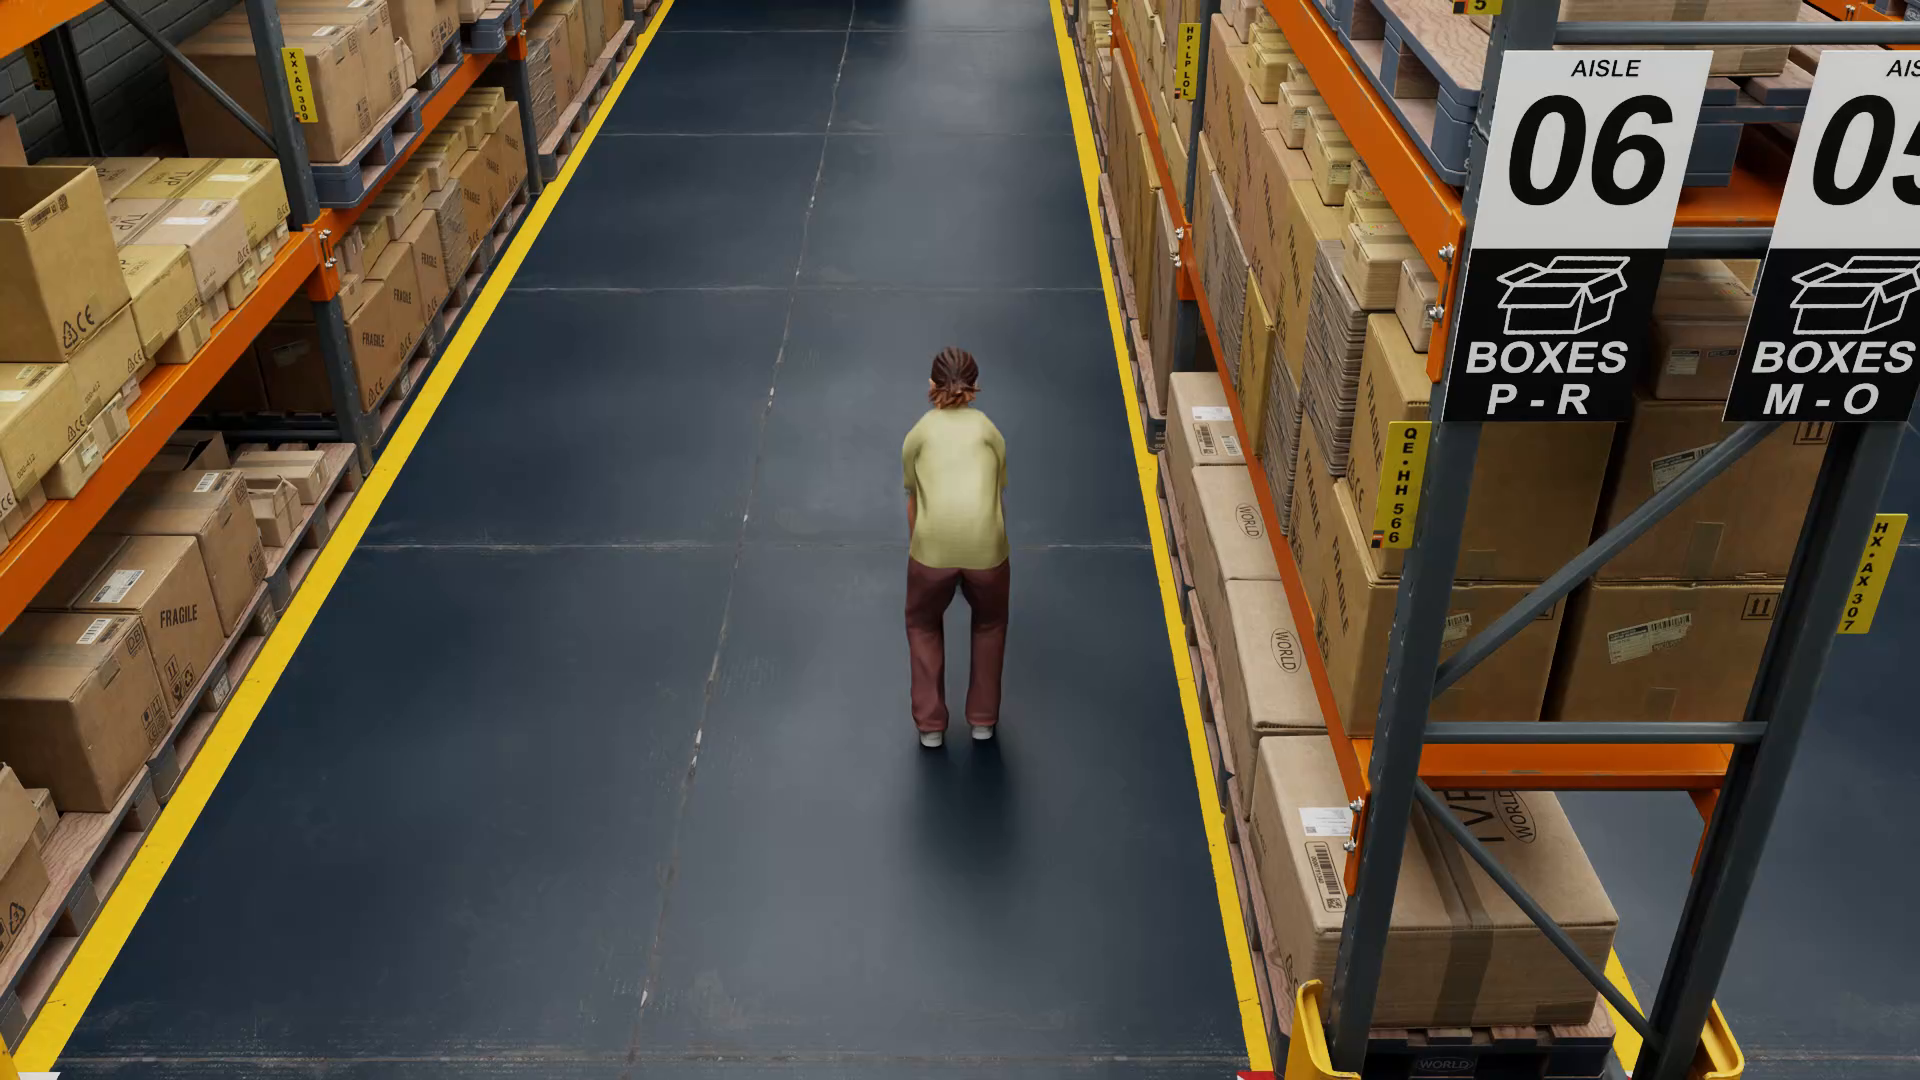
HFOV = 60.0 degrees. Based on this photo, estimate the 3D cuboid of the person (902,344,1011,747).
[{"bbox_3d":[-0.015,0.037,6.298,0.397,1.449,0.727,-1,32,-1],"label":"person"}]
